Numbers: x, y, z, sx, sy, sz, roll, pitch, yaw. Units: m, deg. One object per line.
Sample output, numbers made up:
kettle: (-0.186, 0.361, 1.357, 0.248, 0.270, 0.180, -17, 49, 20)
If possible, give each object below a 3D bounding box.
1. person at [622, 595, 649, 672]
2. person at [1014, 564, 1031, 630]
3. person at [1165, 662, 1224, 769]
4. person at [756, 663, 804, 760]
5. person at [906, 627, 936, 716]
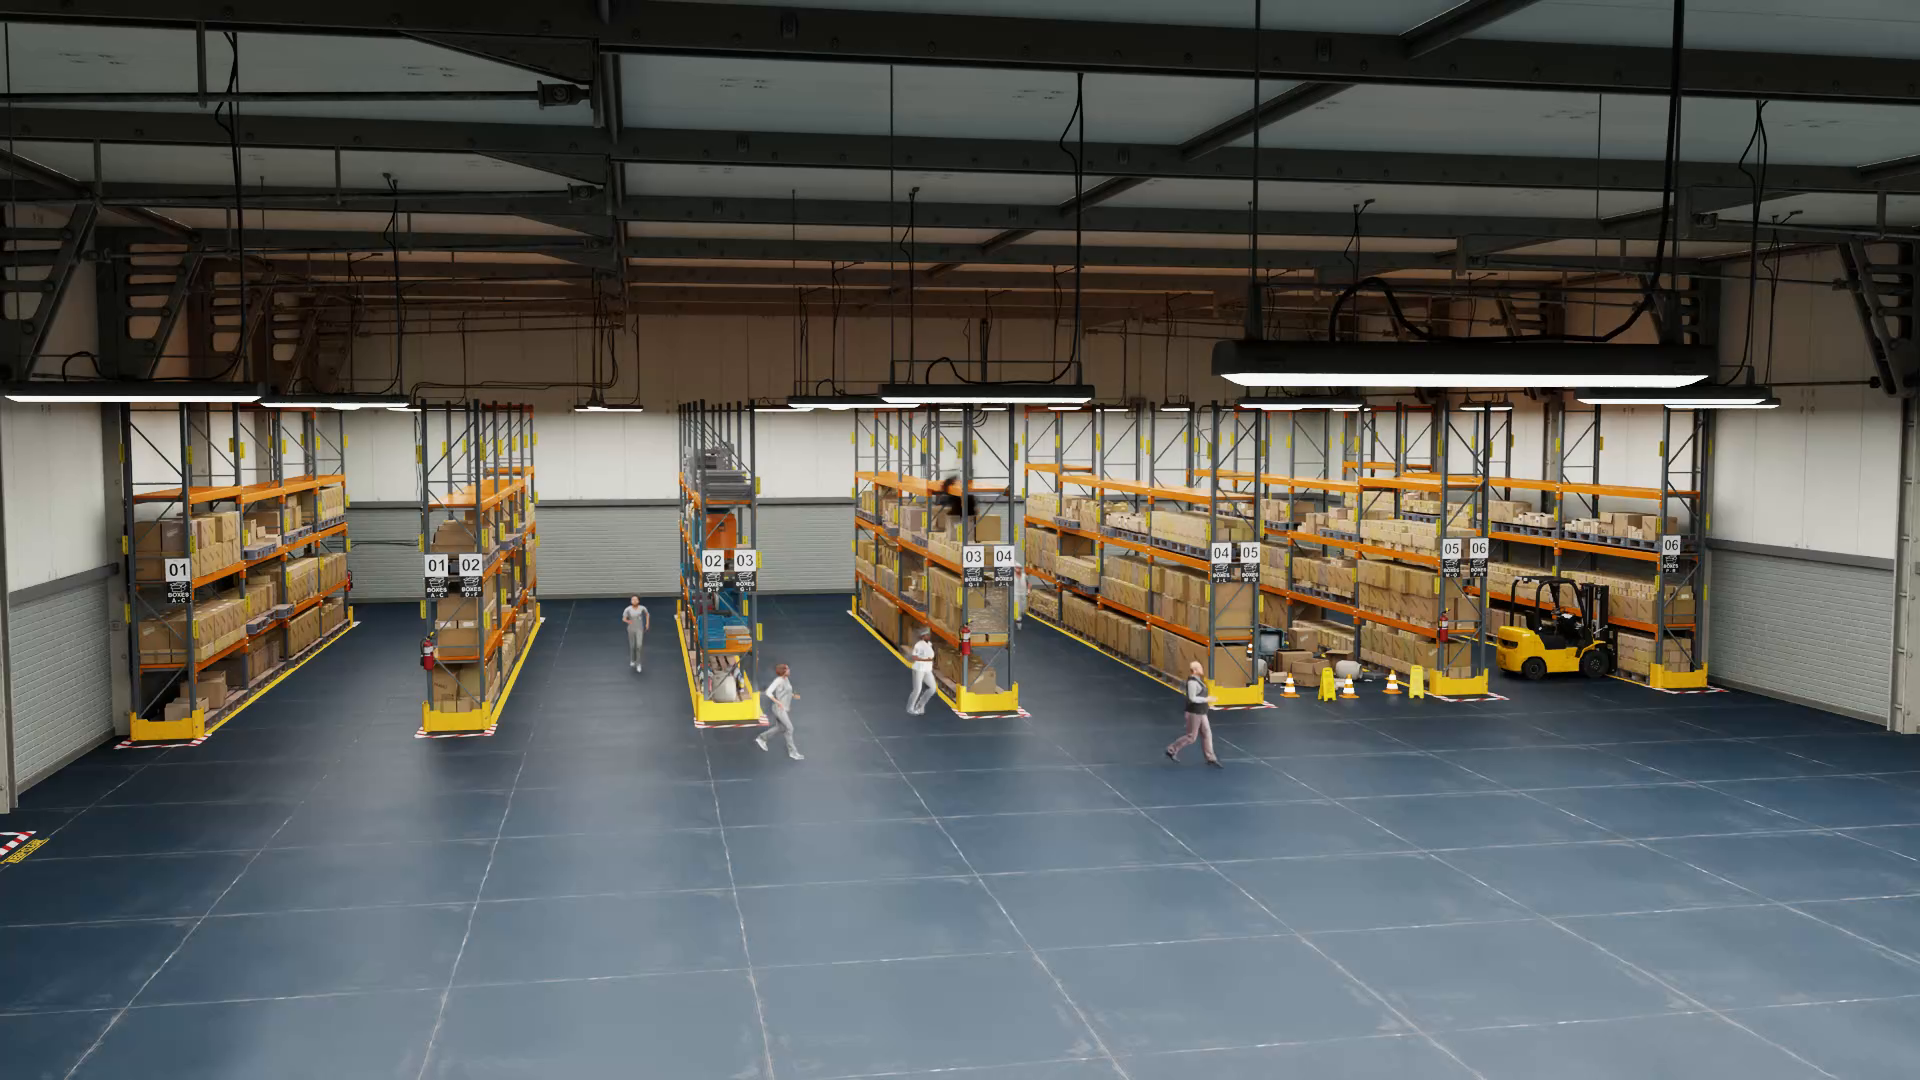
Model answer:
person: (-7.274, 2.075, 37.312, 0.584, 1.713, 0.820, -1, 4, -10)
person: (1.576, 1.502, 44.462, 0.651, 1.758, 0.635, -1, 4, -8)
person: (3.794, 2.826, 26.853, 0.955, 1.737, 0.658, 2, 5, 19)
person: (-3.006, 2.849, 27.622, 0.874, 1.577, 0.539, 1, 4, 12)
person: (-0.666, 2.508, 31.669, 0.583, 1.702, 0.665, -4, 6, -44)
